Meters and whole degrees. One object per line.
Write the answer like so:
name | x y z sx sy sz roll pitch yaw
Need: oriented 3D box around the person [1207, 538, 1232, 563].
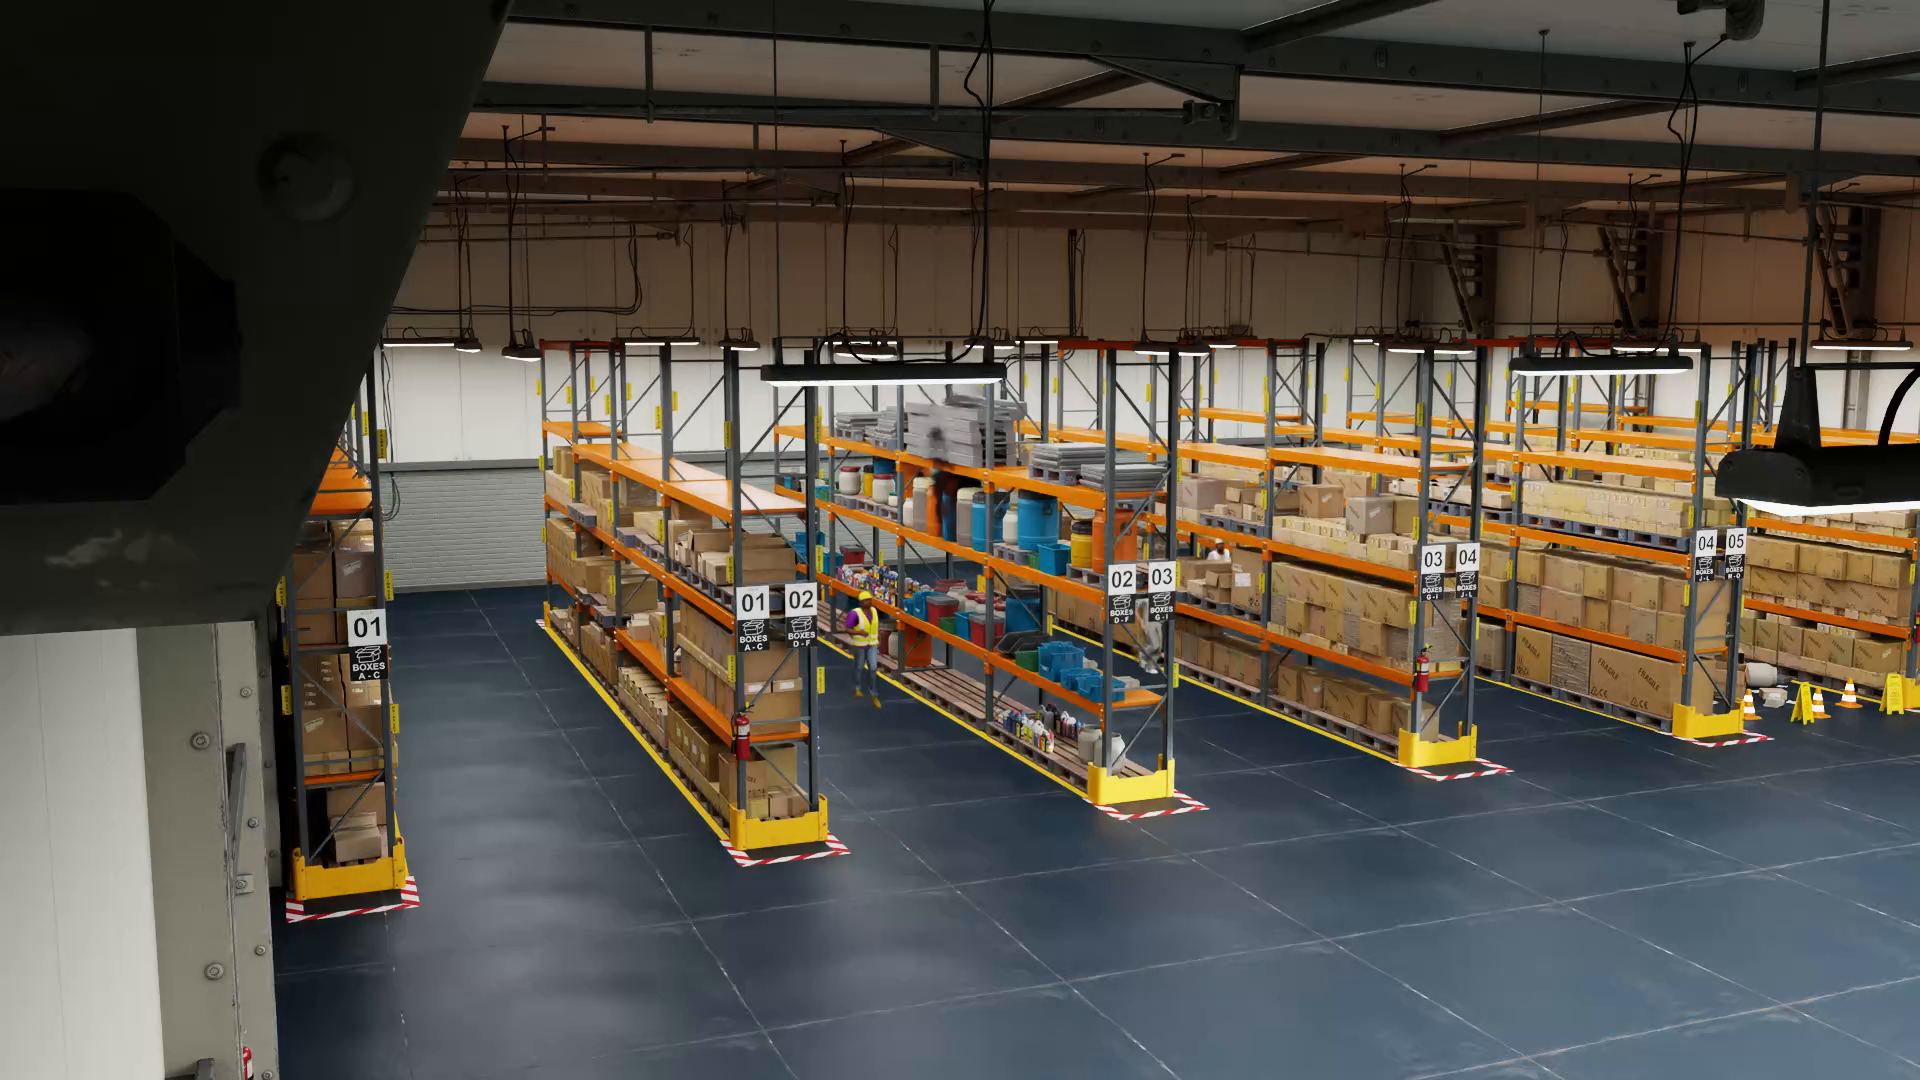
person | 5.625 0.812 35.713 0.711 1.731 0.785 -2 8 -13

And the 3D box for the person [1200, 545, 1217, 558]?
person | 6.333 0.015 42.010 0.755 1.829 0.660 -3 8 -20

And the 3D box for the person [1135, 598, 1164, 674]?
person | 3.326 1.504 28.728 0.567 1.624 0.518 -4 8 -29

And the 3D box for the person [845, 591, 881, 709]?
person | -1.527 1.739 26.581 0.676 1.872 0.746 -3 8 -25
